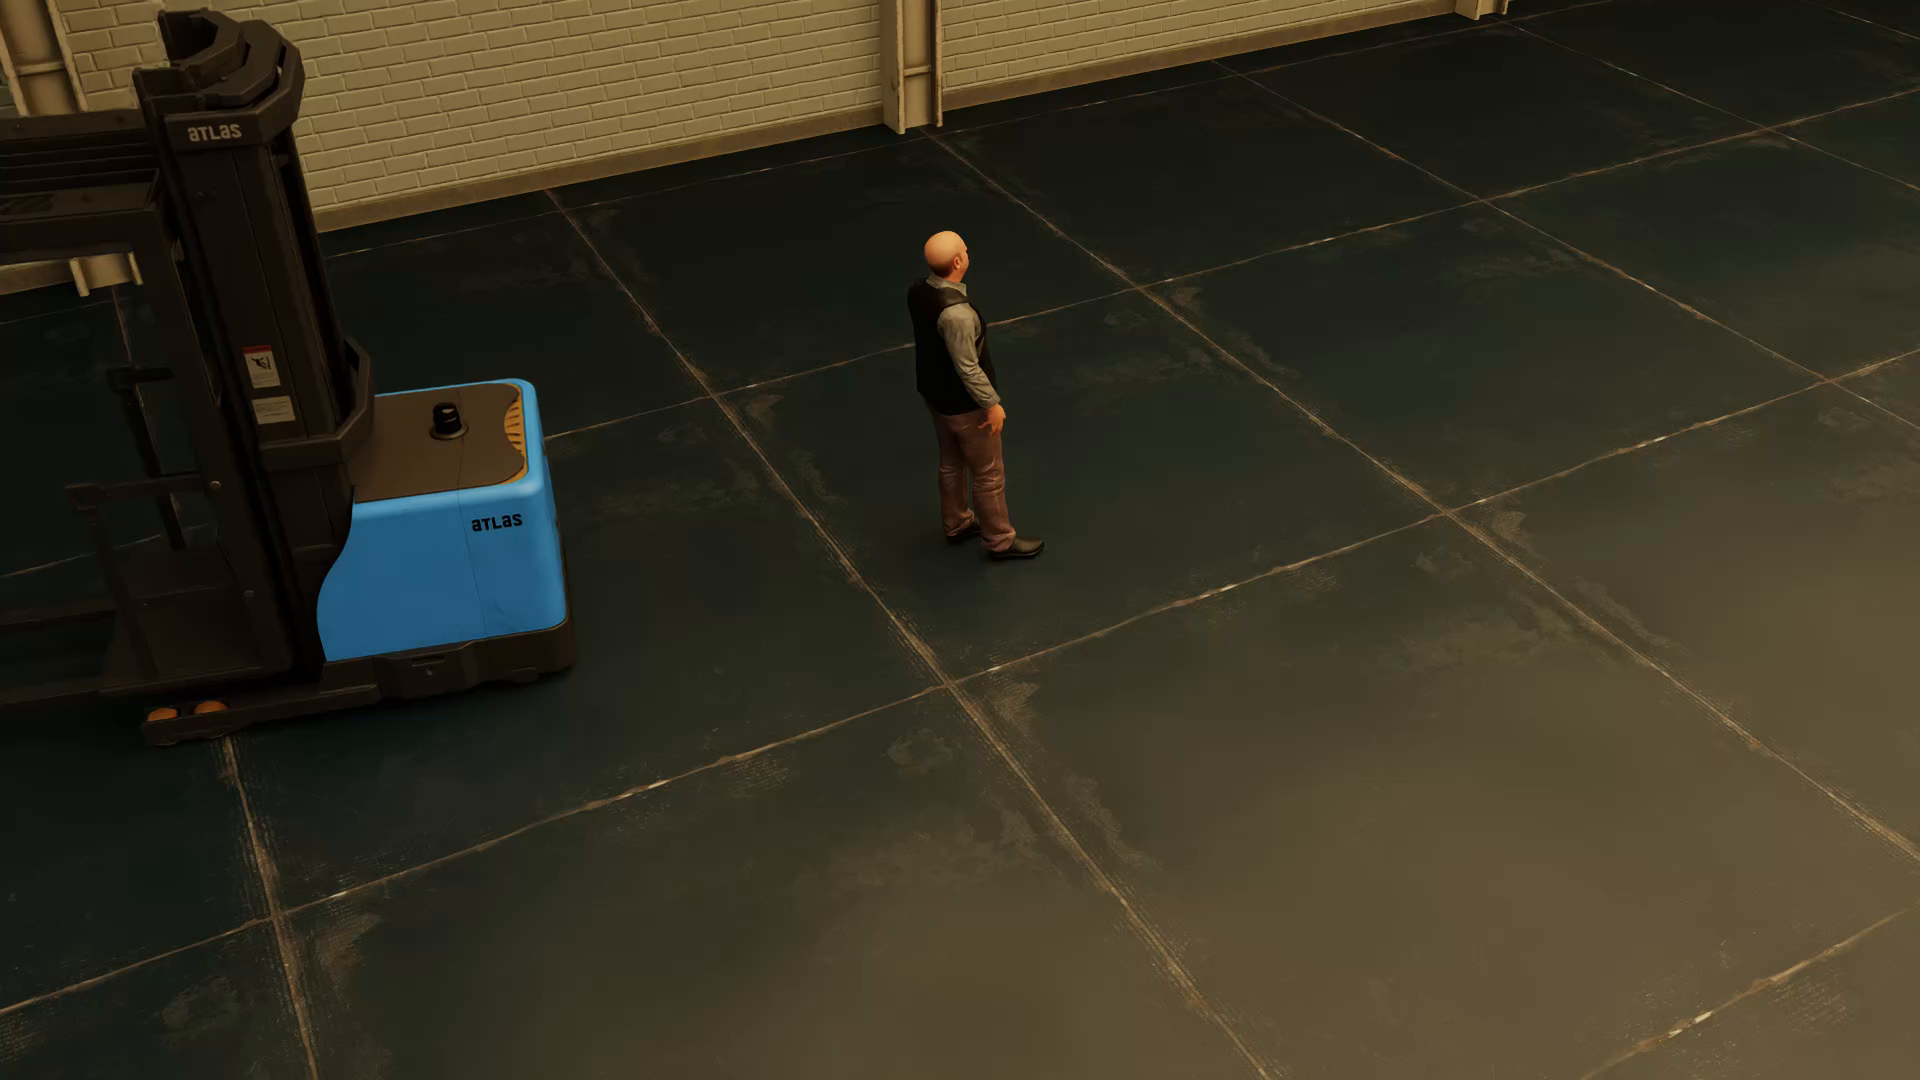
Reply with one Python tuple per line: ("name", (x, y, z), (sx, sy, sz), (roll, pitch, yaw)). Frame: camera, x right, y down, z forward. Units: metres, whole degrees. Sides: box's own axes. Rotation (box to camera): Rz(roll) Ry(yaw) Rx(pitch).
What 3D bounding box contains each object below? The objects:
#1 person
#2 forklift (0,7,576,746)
("person", (0.058, -0.721, 8.179), (0.568, 1.720, 0.632), (-17, 39, -23))
("forklift", (-3.368, -0.623, 7.005), (3.031, 2.935, 1.130), (-8, 36, -12))
